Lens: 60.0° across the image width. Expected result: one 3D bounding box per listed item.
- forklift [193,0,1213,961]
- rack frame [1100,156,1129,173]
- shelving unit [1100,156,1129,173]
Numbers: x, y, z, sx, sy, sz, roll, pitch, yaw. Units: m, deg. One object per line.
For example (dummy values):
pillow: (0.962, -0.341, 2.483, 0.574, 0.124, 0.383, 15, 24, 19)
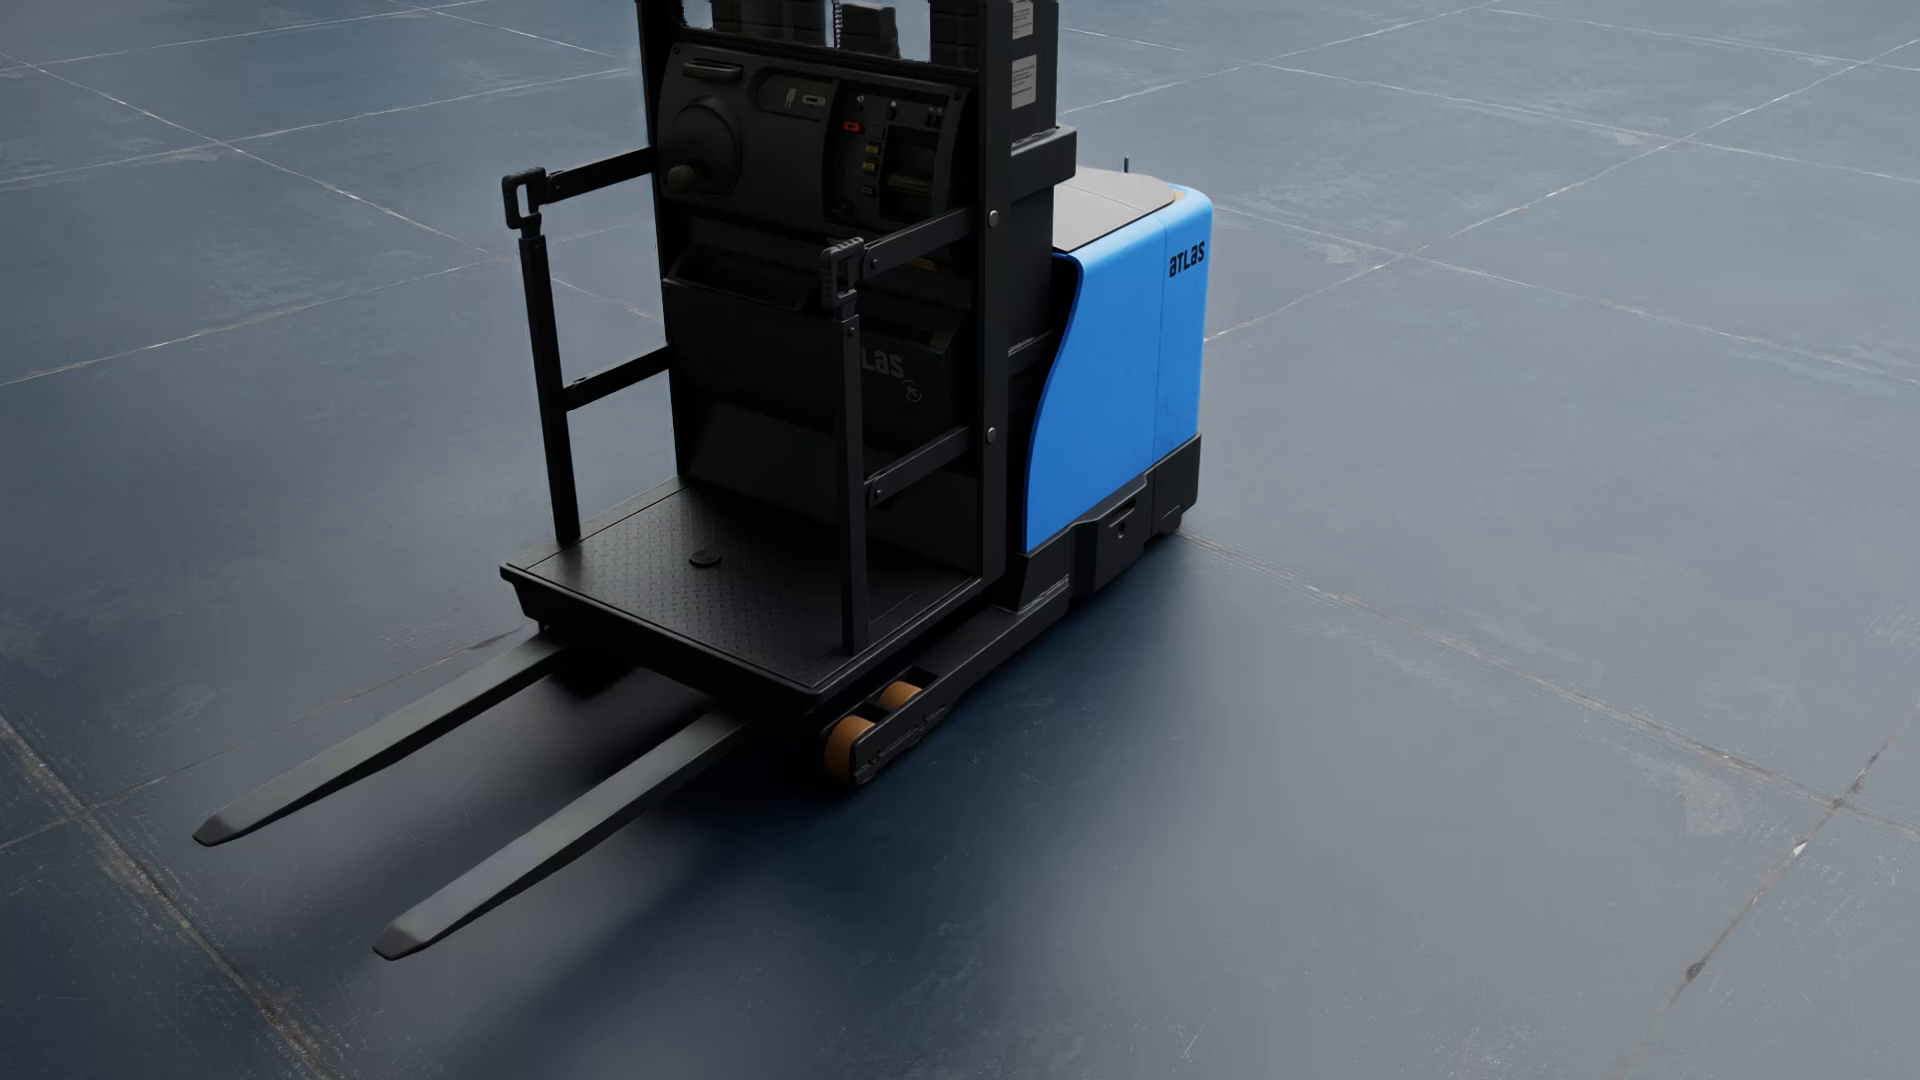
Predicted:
forklift: (-0.500, -0.950, 3.908, 1.130, 2.935, 3.031, 18, 33, 31)
rack frame: (0.483, -0.727, 5.505, 0.008, 1.050, 0.200, 18, 33, 30)
shelving unit: (0.383, -0.759, 5.566, 0.252, 1.050, 0.215, 18, 33, 30)
